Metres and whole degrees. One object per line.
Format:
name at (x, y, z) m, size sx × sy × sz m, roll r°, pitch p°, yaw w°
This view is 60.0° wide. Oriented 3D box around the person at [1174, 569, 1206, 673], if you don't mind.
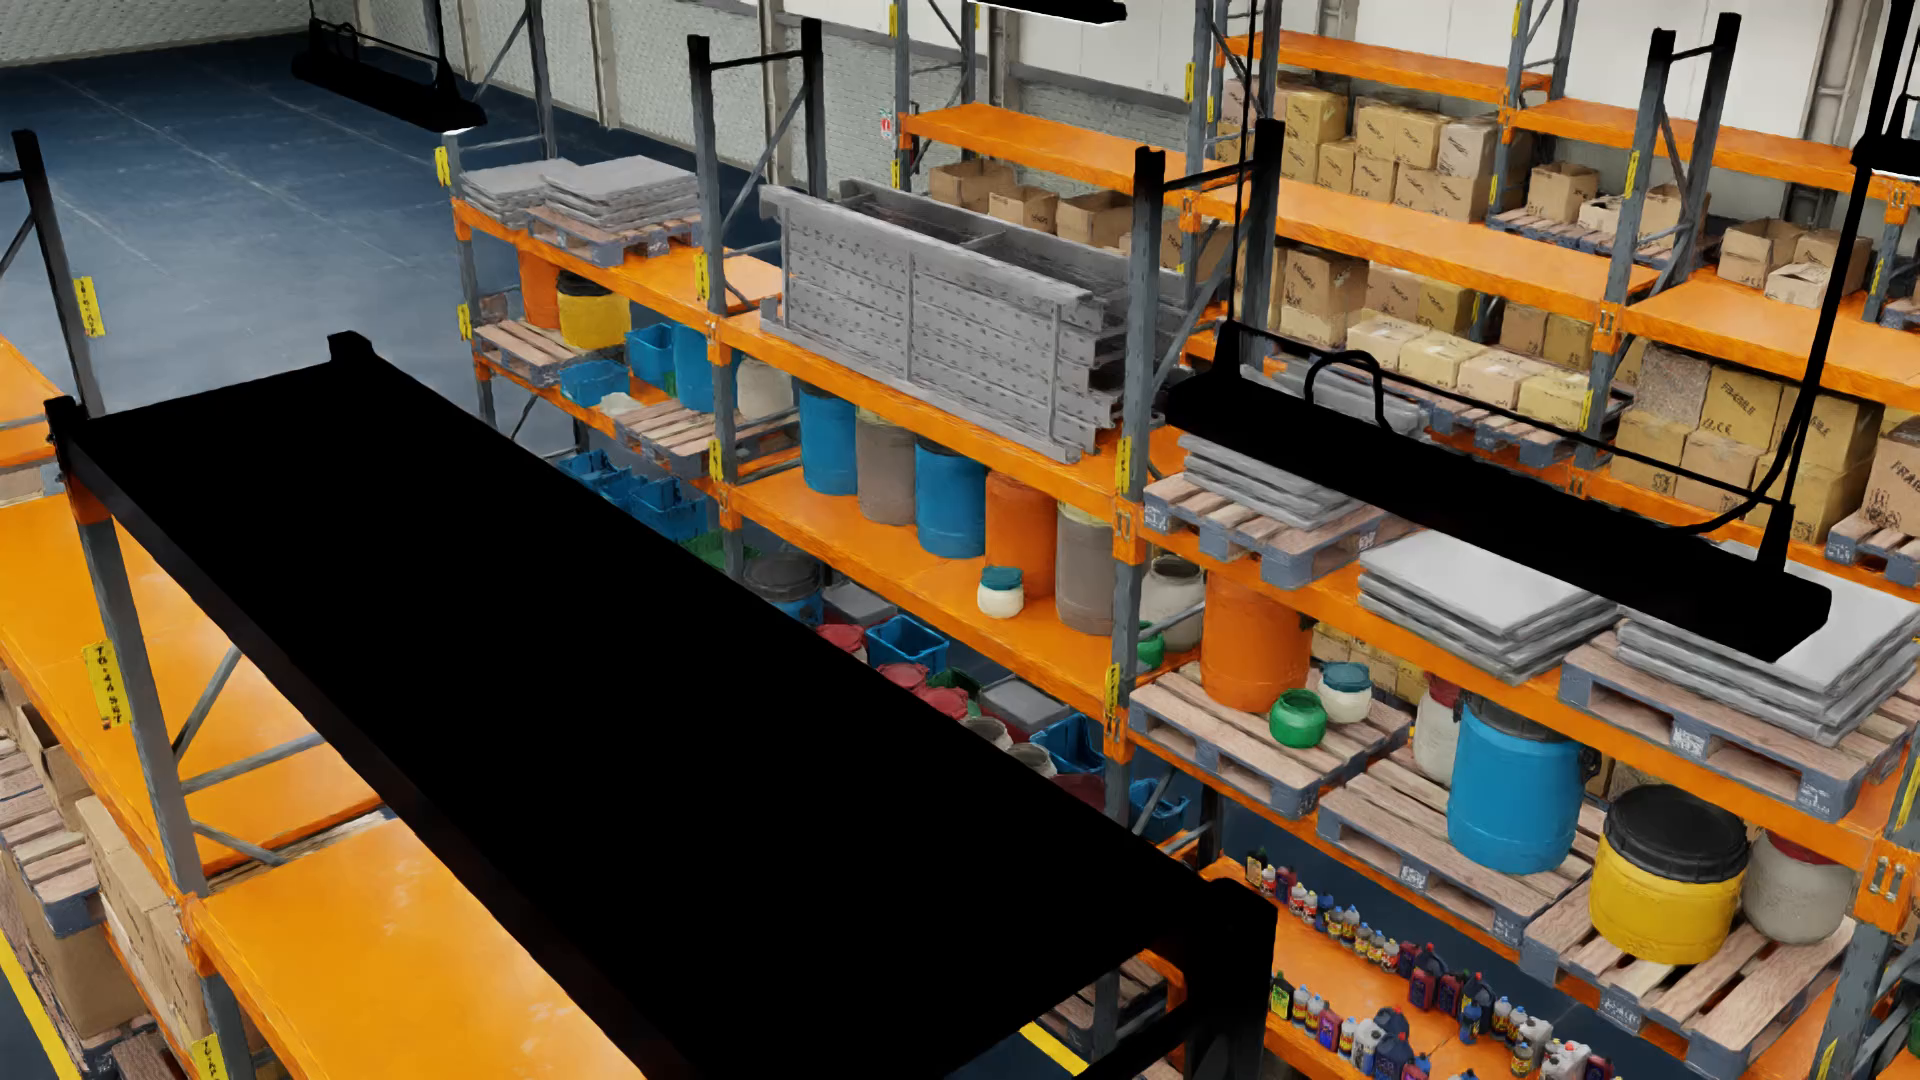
person at (2.222, 0.721, 14.489) m, size 0.417 × 1.482 × 1.037 m, roll -20°, pitch 33°, yaw -34°
